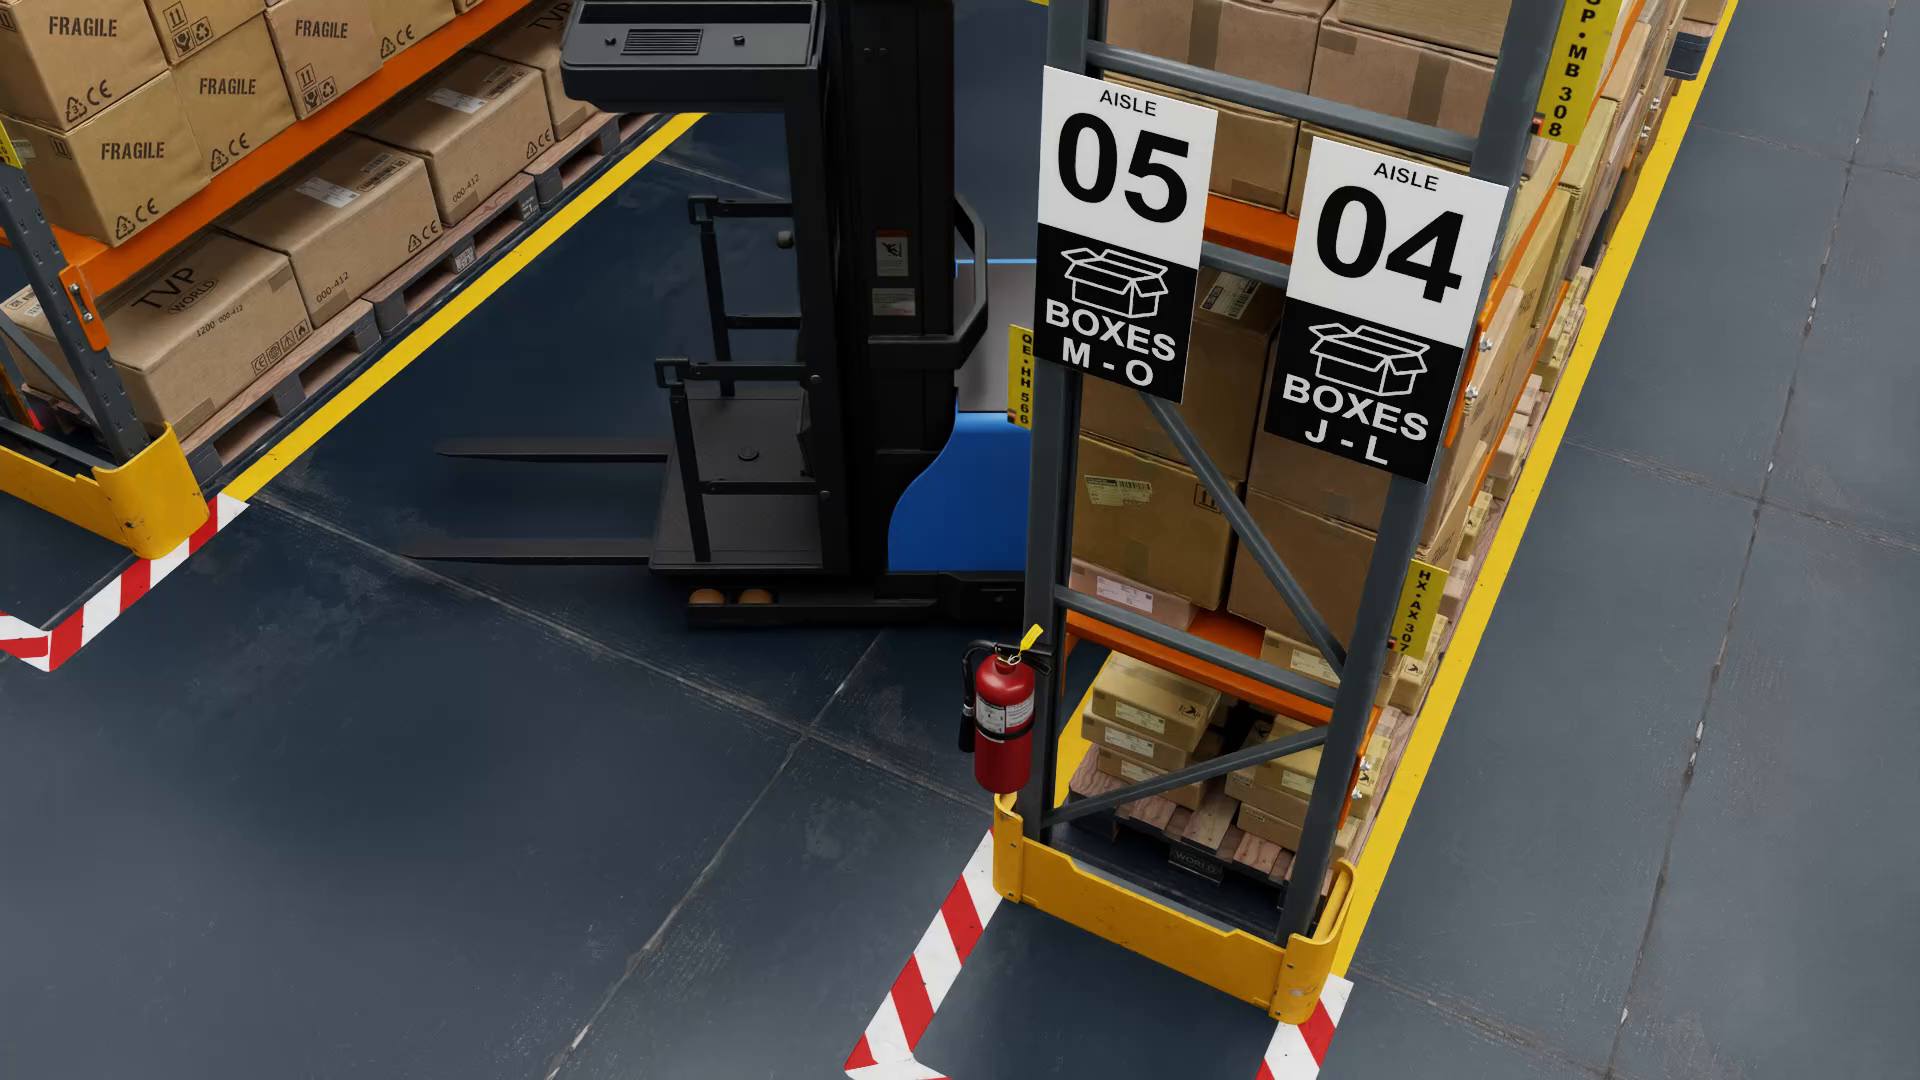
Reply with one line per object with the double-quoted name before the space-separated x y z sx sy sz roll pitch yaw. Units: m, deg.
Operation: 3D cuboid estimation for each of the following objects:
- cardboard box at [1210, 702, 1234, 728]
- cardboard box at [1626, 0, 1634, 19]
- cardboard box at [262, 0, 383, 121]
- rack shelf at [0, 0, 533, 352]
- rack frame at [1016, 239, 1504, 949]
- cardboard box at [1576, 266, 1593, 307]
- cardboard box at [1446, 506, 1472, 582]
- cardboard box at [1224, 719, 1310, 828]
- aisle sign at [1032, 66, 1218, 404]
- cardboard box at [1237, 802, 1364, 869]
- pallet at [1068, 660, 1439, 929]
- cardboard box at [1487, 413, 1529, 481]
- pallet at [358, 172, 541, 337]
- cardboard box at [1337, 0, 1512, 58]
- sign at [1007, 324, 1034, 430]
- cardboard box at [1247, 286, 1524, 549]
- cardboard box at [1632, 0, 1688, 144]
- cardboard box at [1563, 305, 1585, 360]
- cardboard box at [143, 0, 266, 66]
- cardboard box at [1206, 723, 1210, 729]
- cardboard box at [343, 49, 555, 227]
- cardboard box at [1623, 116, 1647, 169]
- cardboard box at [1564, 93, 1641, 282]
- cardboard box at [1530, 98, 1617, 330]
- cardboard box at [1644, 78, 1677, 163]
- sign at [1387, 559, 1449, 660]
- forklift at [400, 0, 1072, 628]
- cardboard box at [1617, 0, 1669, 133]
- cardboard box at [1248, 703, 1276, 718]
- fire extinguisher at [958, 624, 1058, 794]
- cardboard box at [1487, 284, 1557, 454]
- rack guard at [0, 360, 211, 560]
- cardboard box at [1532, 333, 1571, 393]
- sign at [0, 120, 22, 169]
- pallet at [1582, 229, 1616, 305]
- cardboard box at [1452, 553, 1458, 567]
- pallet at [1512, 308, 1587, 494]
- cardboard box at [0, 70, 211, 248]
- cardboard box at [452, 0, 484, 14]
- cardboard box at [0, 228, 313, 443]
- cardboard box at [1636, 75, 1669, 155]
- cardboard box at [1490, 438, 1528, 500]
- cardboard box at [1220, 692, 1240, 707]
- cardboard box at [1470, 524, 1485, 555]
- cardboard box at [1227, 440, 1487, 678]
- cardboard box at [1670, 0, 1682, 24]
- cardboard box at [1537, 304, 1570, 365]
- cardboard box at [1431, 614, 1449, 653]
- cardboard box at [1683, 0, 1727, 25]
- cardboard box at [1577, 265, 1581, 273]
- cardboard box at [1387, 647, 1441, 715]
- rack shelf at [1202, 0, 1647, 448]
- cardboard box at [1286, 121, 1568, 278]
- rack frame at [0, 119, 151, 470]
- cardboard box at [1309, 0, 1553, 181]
"cardboard box" 0.815 0.477 5.949 0.380 0.149 0.250 19 48 18
"cardboard box" 1.564 -1.558 4.458 0.500 0.250 0.500 19 48 18
"cardboard box" -2.839 -2.155 6.980 0.500 0.500 0.500 20 49 19
"rack shelf" -2.849 -2.277 7.677 1.077 0.370 4.000 20 49 19
"rack frame" 0.653 0.301 4.624 1.000 3.000 0.127 20 49 19
"cardboard box" 2.646 -1.166 7.573 0.380 0.149 0.250 21 49 20
"cardboard box" 1.348 -0.033 5.130 0.380 0.149 0.250 19 48 18
"cardboard box" 1.124 0.805 5.625 0.380 0.149 0.250 22 49 21
"aisle sign" 0.354 -0.666 3.752 0.394 0.787 0.004 20 49 19
"cardboard box" 1.180 0.931 5.710 0.380 0.149 0.250 21 49 20
"pallet" 1.097 0.733 6.157 1.003 0.211 1.213 20 49 19
"cardboard box" 2.035 -0.418 6.625 0.380 0.149 0.250 19 48 18
"pallet" -2.909 -1.585 8.448 1.003 0.211 1.213 20 49 19
"cardboard box" 1.005 -1.146 3.418 0.380 0.149 0.250 20 49 19
"sign" 0.171 -0.413 4.293 0.100 0.325 0.005 20 49 19
"cardboard box" 1.097 -0.386 4.320 0.500 0.500 0.500 20 49 19
"cardboard box" 2.536 -1.961 6.579 0.500 0.500 0.500 21 49 19
"cardboard box" 2.630 -1.005 7.623 0.380 0.149 0.250 21 49 20
"cardboard box" -3.069 -2.193 6.315 0.500 0.500 0.500 19 48 18
"cardboard box" 0.743 0.559 6.077 0.380 0.149 0.250 22 49 20
"cardboard box" -2.723 -2.112 8.515 0.875 0.438 0.875 19 48 18
"cardboard box" 2.562 -1.675 6.753 0.380 0.149 0.250 19 48 18
"cardboard box" 2.062 -1.321 5.947 0.500 0.500 0.500 20 49 19
"cardboard box" 1.587 -1.026 4.952 0.500 0.500 0.500 19 48 18
"cardboard box" 3.332 -2.200 8.557 0.500 0.500 0.500 23 50 21
"sign" 1.134 0.176 4.139 0.100 0.325 0.005 20 49 19
"forklift" -0.730 -1.055 6.012 3.031 2.935 1.130 0 45 0
"cardboard box" 2.046 -1.680 5.599 0.500 0.500 0.500 22 49 20
"cardboard box" 1.219 0.515 5.703 0.380 0.149 0.250 21 49 20
"fire extinguisher" 0.128 0.465 4.778 0.296 0.674 0.183 20 49 19
"cardboard box" 1.571 -0.681 5.314 0.500 0.500 0.500 21 49 20
"rack guard" -3.789 -0.376 7.050 1.175 0.500 0.348 20 49 19
"cardboard box" 2.422 -0.817 7.228 0.380 0.149 0.250 19 48 18
"sign" -3.289 -1.415 5.655 0.100 0.325 0.005 20 49 19
"pallet" 2.870 -1.730 8.591 1.003 0.211 1.213 20 49 19
"cardboard box" 1.628 0.043 6.169 0.380 0.149 0.250 22 49 21
"pallet" 2.230 -0.804 7.676 1.003 0.211 1.213 20 49 19
"cardboard box" -3.301 -1.513 6.346 0.500 0.500 0.500 20 49 19
"cardboard box" -2.364 -2.801 7.619 0.500 0.500 0.500 20 49 18
"cardboard box" -3.560 -0.966 7.382 0.875 0.438 0.875 19 48 18
"cardboard box" 3.087 -2.130 7.961 0.500 0.250 0.500 18 48 17
"cardboard box" 2.150 -0.353 6.979 0.380 0.149 0.250 20 49 19
"cardboard box" 0.842 0.390 5.827 0.380 0.149 0.250 21 49 20
"cardboard box" 1.886 -0.048 6.678 0.380 0.149 0.250 20 49 19
"cardboard box" 1.106 -0.031 4.672 0.500 0.500 0.500 23 50 21
"cardboard box" 2.532 -2.325 6.236 0.500 0.500 0.500 19 48 18
"cardboard box" 2.383 -0.930 7.131 0.380 0.149 0.250 20 49 19
"cardboard box" 1.552 0.342 6.083 0.380 0.149 0.250 22 49 20
"cardboard box" 3.100 -2.375 7.149 0.380 0.149 0.250 18 48 17
"cardboard box" 2.576 -1.264 7.461 0.380 0.149 0.250 22 49 20
"cardboard box" 1.554 0.455 6.180 0.380 0.149 0.250 21 49 20
"rack shelf" 1.582 -1.761 5.058 1.077 0.370 4.000 20 49 19
"cardboard box" 1.088 -0.899 3.806 0.500 0.250 0.500 22 49 20
"rack frame" -3.778 -1.270 6.176 1.000 3.000 0.127 20 49 19
"cardboard box" 1.092 -1.074 3.627 0.500 0.250 0.500 21 49 20
